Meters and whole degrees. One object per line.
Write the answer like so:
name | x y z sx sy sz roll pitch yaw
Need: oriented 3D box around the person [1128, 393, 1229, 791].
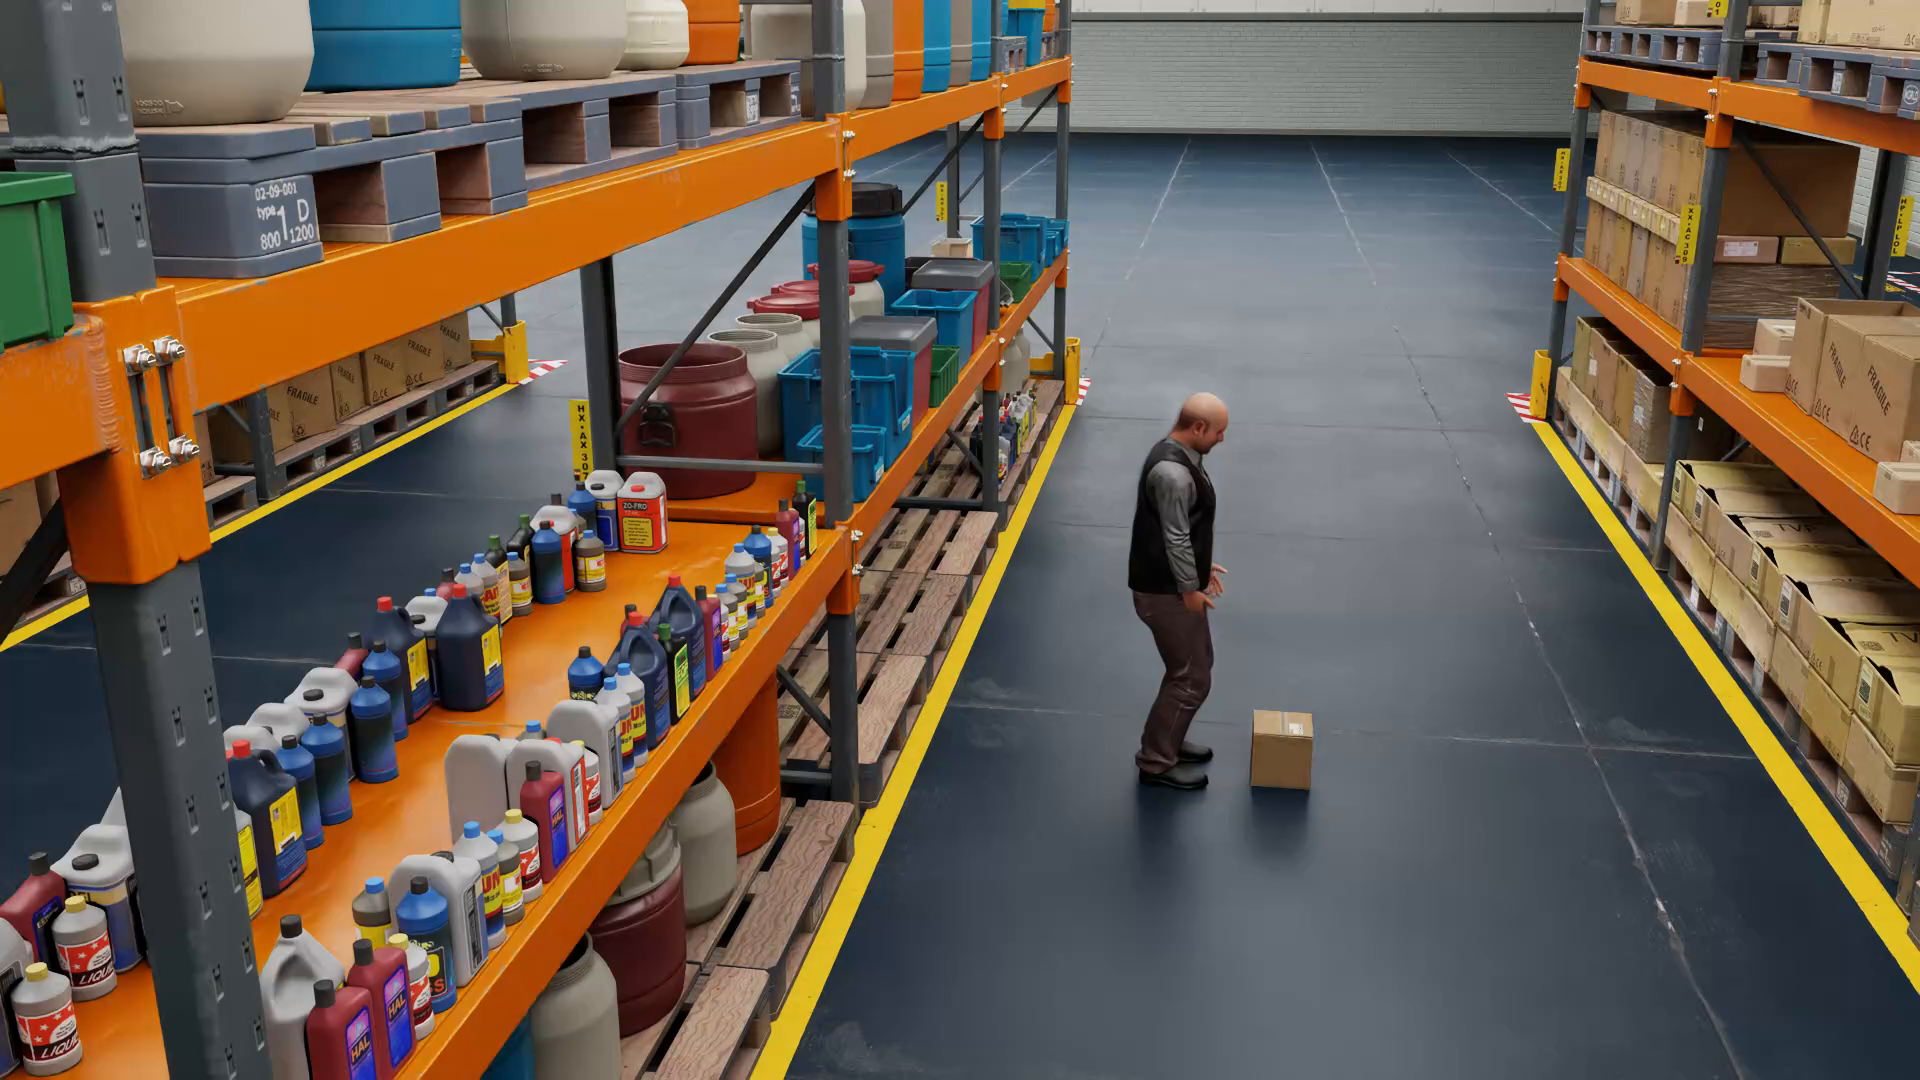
person | 0.923 0.198 7.073 0.410 1.685 0.552 3 18 10
